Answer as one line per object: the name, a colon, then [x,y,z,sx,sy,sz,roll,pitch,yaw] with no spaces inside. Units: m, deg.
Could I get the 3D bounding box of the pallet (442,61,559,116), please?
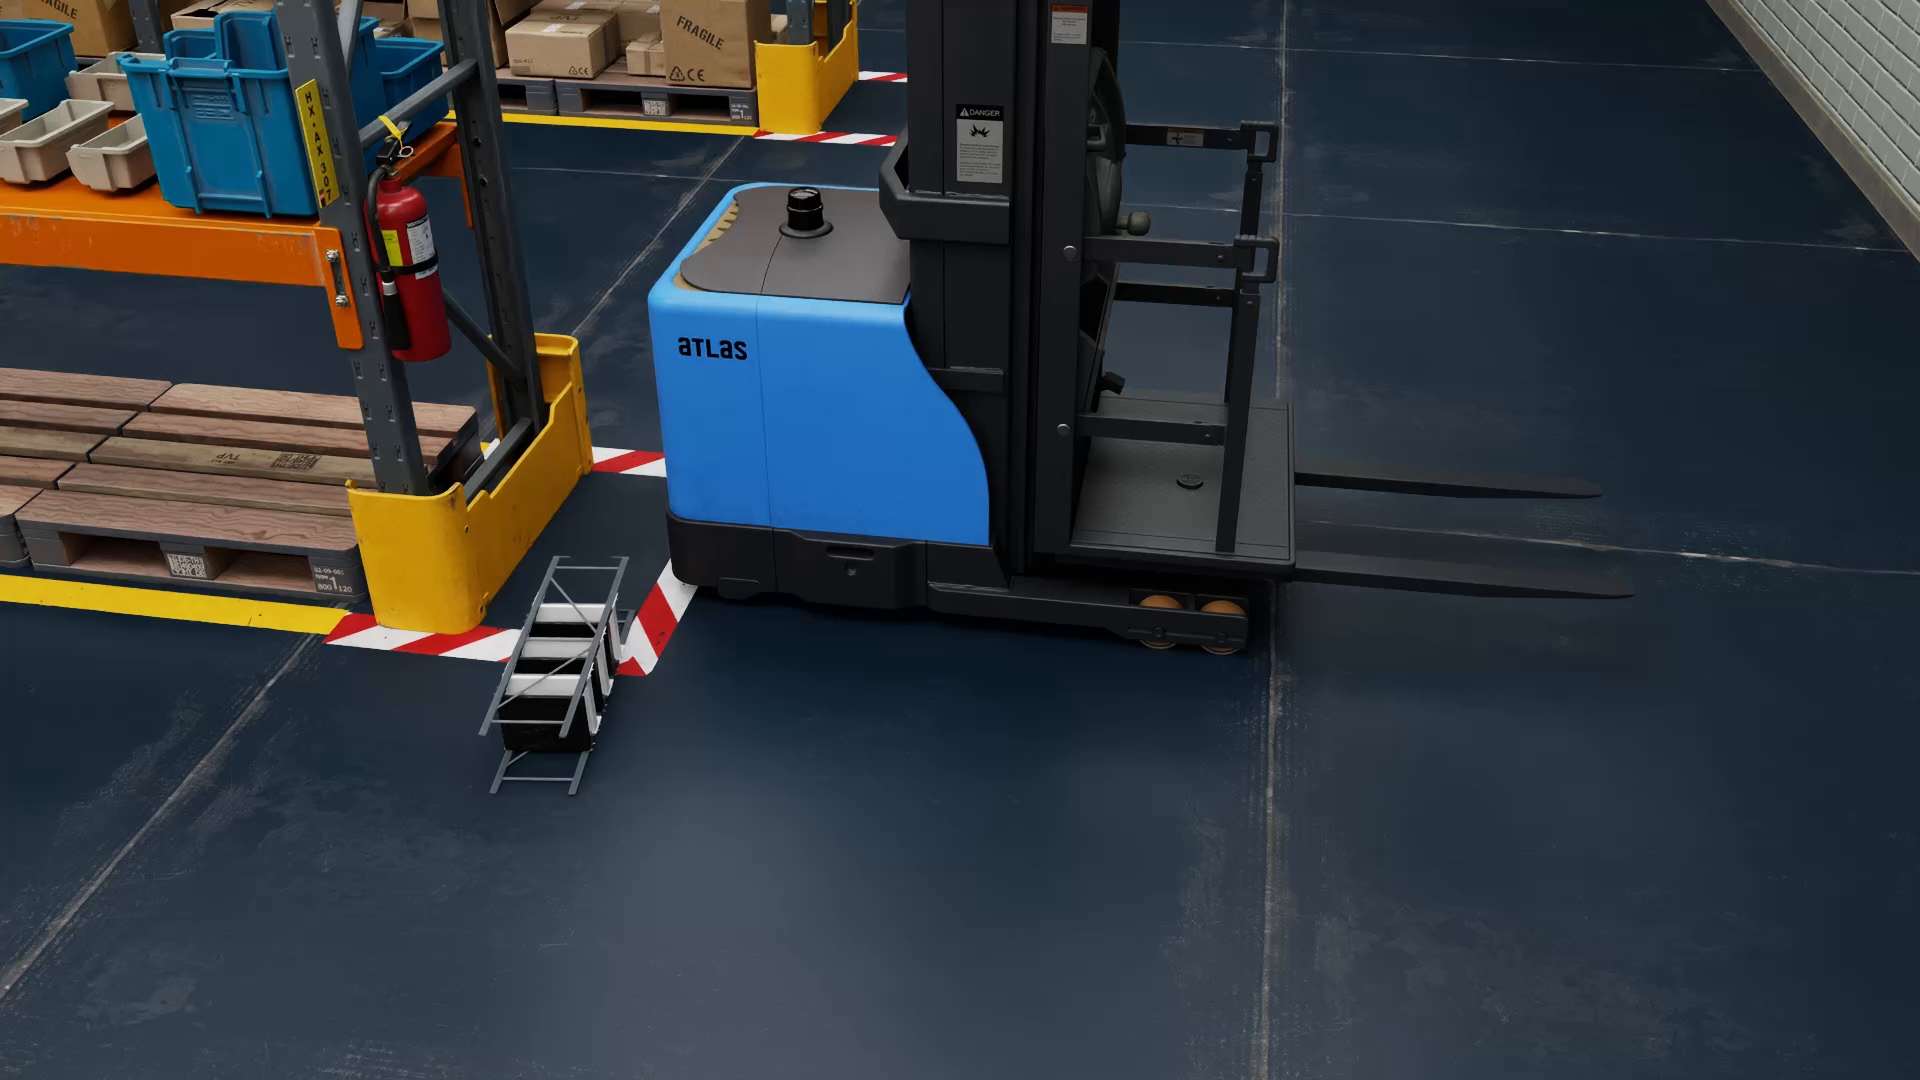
pallet: [-2.870,-2.878,10.149,1.213,0.211,1.003,5,32,8]

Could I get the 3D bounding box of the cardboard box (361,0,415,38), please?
cardboard box: [-3.405,-3.307,10.325,0.500,0.311,0.500,5,32,8]

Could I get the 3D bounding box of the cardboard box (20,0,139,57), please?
cardboard box: [-5.288,-3.251,10.057,0.500,0.500,0.500,5,32,8]

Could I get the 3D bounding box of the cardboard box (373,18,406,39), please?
cardboard box: [-3.521,-2.992,9.959,0.250,0.166,0.380,5,32,8]

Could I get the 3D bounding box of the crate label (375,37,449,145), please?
crate label: [-1.835,-1.431,5.310,0.303,0.233,0.416,5,32,8]

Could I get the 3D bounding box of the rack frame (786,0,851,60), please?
rack frame: [-0.810,-3.872,9.109,0.127,3.000,1.000,5,32,8]

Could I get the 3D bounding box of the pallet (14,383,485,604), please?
pallet: [-2.454,-0.194,5.861,1.213,0.211,1.003,5,32,8]

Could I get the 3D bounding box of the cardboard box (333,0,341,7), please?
cardboard box: [-4.144,-3.454,10.382,0.500,0.500,0.500,5,32,8]

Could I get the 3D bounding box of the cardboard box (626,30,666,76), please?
cardboard box: [-1.772,-2.861,9.749,0.250,0.166,0.380,5,32,8]

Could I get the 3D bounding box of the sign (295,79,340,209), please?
sign: [-1.724,-1.062,4.466,0.005,0.325,0.100,5,32,8]

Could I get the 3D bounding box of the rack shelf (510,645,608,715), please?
rack shelf: [-1.178,0.410,4.893,0.258,0.200,0.077,1,32,1]

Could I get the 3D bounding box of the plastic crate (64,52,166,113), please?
plastic crate: [-2.806,-1.522,5.547,0.298,0.136,0.250,5,32,8]

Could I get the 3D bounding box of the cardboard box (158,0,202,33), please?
cardboard box: [-5.189,-3.527,10.499,0.500,0.500,0.500,4,32,6]

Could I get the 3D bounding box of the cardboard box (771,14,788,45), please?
cardboard box: [-1.165,-3.068,10.096,0.250,0.149,0.380,5,32,8]

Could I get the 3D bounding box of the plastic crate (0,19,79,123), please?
plastic crate: [-3.133,-1.548,5.498,0.300,0.233,0.416,5,32,8]

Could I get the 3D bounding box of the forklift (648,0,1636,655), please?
forklift: [0.618,-1.189,4.888,3.031,2.935,1.130,5,32,8]

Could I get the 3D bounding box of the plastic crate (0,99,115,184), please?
plastic crate: [-2.765,-1.207,5.044,0.243,0.136,0.396,5,32,8]

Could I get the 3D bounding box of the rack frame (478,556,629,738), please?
rack frame: [-1.177,0.293,4.887,0.240,0.006,0.900,1,32,1]

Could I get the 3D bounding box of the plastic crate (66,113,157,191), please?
plastic crate: [-2.482,-1.174,4.990,0.243,0.136,0.396,5,32,8]

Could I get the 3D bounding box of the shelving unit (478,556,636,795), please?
shelving unit: [-1.177,0.379,4.941,0.258,0.210,0.900,1,32,1]

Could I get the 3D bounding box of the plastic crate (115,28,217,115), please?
plastic crate: [-2.484,-1.490,5.404,0.300,0.233,0.416,5,32,8]

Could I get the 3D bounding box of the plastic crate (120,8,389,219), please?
plastic crate: [-2.009,-1.255,4.838,0.499,0.435,0.616,5,32,8]

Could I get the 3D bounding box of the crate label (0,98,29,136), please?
crate label: [-3.044,-1.219,5.063,0.243,0.136,0.396,5,32,8]

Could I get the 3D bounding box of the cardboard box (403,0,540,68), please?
cardboard box: [-2.900,-3.193,9.962,0.637,0.503,0.797,5,32,8]

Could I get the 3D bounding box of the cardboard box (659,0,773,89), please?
cardboard box: [-1.388,-2.919,9.528,0.500,0.500,0.500,5,32,8]

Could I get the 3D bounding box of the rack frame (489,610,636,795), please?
rack frame: [-1.177,0.466,4.995,0.240,0.006,0.900,1,32,1]

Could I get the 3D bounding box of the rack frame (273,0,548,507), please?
rack frame: [-1.647,-1.282,4.971,0.127,3.000,1.000,5,32,8]

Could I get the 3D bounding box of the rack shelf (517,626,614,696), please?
rack shelf: [-1.176,0.362,4.969,0.258,0.200,0.077,1,32,1]

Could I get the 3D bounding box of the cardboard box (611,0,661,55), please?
cardboard box: [-1.791,-3.135,10.108,0.500,0.250,0.500,5,32,8]

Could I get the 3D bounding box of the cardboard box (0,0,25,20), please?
cardboard box: [-5.774,-3.299,10.135,0.500,0.500,0.500,5,32,8]

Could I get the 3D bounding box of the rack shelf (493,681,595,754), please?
rack shelf: [-1.182,0.505,4.740,0.258,0.200,0.077,1,32,1]

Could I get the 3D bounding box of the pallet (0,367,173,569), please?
pallet: [-3.653,-0.304,6.037,1.213,0.211,1.003,5,32,8]

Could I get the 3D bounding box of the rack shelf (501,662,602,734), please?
rack shelf: [-1.180,0.457,4.817,0.258,0.200,0.077,1,32,1]

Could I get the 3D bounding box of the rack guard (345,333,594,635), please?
rack guard: [-1.621,-0.227,5.642,0.348,0.500,1.175,5,32,8]

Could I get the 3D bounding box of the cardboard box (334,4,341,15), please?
cardboard box: [-3.764,-3.303,10.472,0.250,0.149,0.380,5,32,8]

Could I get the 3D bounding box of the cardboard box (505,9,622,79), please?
cardboard box: [-2.319,-2.914,9.755,0.500,0.250,0.500,5,32,8]

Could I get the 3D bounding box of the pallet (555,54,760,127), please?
pallet: [-1.671,-2.768,9.973,1.213,0.211,1.003,5,32,8]

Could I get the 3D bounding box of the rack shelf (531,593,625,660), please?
rack shelf: [-1.173,0.266,5.122,0.258,0.200,0.077,1,32,1]

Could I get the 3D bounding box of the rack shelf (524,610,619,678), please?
rack shelf: [-1.175,0.314,5.045,0.258,0.200,0.077,1,32,1]

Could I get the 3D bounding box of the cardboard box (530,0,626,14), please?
cardboard box: [-2.284,-3.180,10.179,0.500,0.250,0.500,5,32,8]

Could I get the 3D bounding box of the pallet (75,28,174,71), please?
pallet: [-5.561,-3.100,10.504,1.213,0.211,1.003,5,32,8]

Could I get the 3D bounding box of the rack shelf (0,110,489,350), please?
rack shelf: [-3.619,-1.156,5.447,4.000,0.370,1.077,5,32,8]

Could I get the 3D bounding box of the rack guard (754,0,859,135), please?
rack guard: [-0.885,-2.820,9.784,0.348,0.500,1.175,5,32,8]

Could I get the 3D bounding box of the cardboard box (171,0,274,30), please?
cardboard box: [-4.376,-3.126,10.036,0.500,0.311,0.500,5,32,8]

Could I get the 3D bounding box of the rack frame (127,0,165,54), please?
rack frame: [-4.753,-4.229,9.680,0.127,3.000,1.000,5,32,8]

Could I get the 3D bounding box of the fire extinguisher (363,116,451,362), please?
fire extinguisher: [-1.575,-0.840,4.689,0.183,0.674,0.296,5,32,8]
